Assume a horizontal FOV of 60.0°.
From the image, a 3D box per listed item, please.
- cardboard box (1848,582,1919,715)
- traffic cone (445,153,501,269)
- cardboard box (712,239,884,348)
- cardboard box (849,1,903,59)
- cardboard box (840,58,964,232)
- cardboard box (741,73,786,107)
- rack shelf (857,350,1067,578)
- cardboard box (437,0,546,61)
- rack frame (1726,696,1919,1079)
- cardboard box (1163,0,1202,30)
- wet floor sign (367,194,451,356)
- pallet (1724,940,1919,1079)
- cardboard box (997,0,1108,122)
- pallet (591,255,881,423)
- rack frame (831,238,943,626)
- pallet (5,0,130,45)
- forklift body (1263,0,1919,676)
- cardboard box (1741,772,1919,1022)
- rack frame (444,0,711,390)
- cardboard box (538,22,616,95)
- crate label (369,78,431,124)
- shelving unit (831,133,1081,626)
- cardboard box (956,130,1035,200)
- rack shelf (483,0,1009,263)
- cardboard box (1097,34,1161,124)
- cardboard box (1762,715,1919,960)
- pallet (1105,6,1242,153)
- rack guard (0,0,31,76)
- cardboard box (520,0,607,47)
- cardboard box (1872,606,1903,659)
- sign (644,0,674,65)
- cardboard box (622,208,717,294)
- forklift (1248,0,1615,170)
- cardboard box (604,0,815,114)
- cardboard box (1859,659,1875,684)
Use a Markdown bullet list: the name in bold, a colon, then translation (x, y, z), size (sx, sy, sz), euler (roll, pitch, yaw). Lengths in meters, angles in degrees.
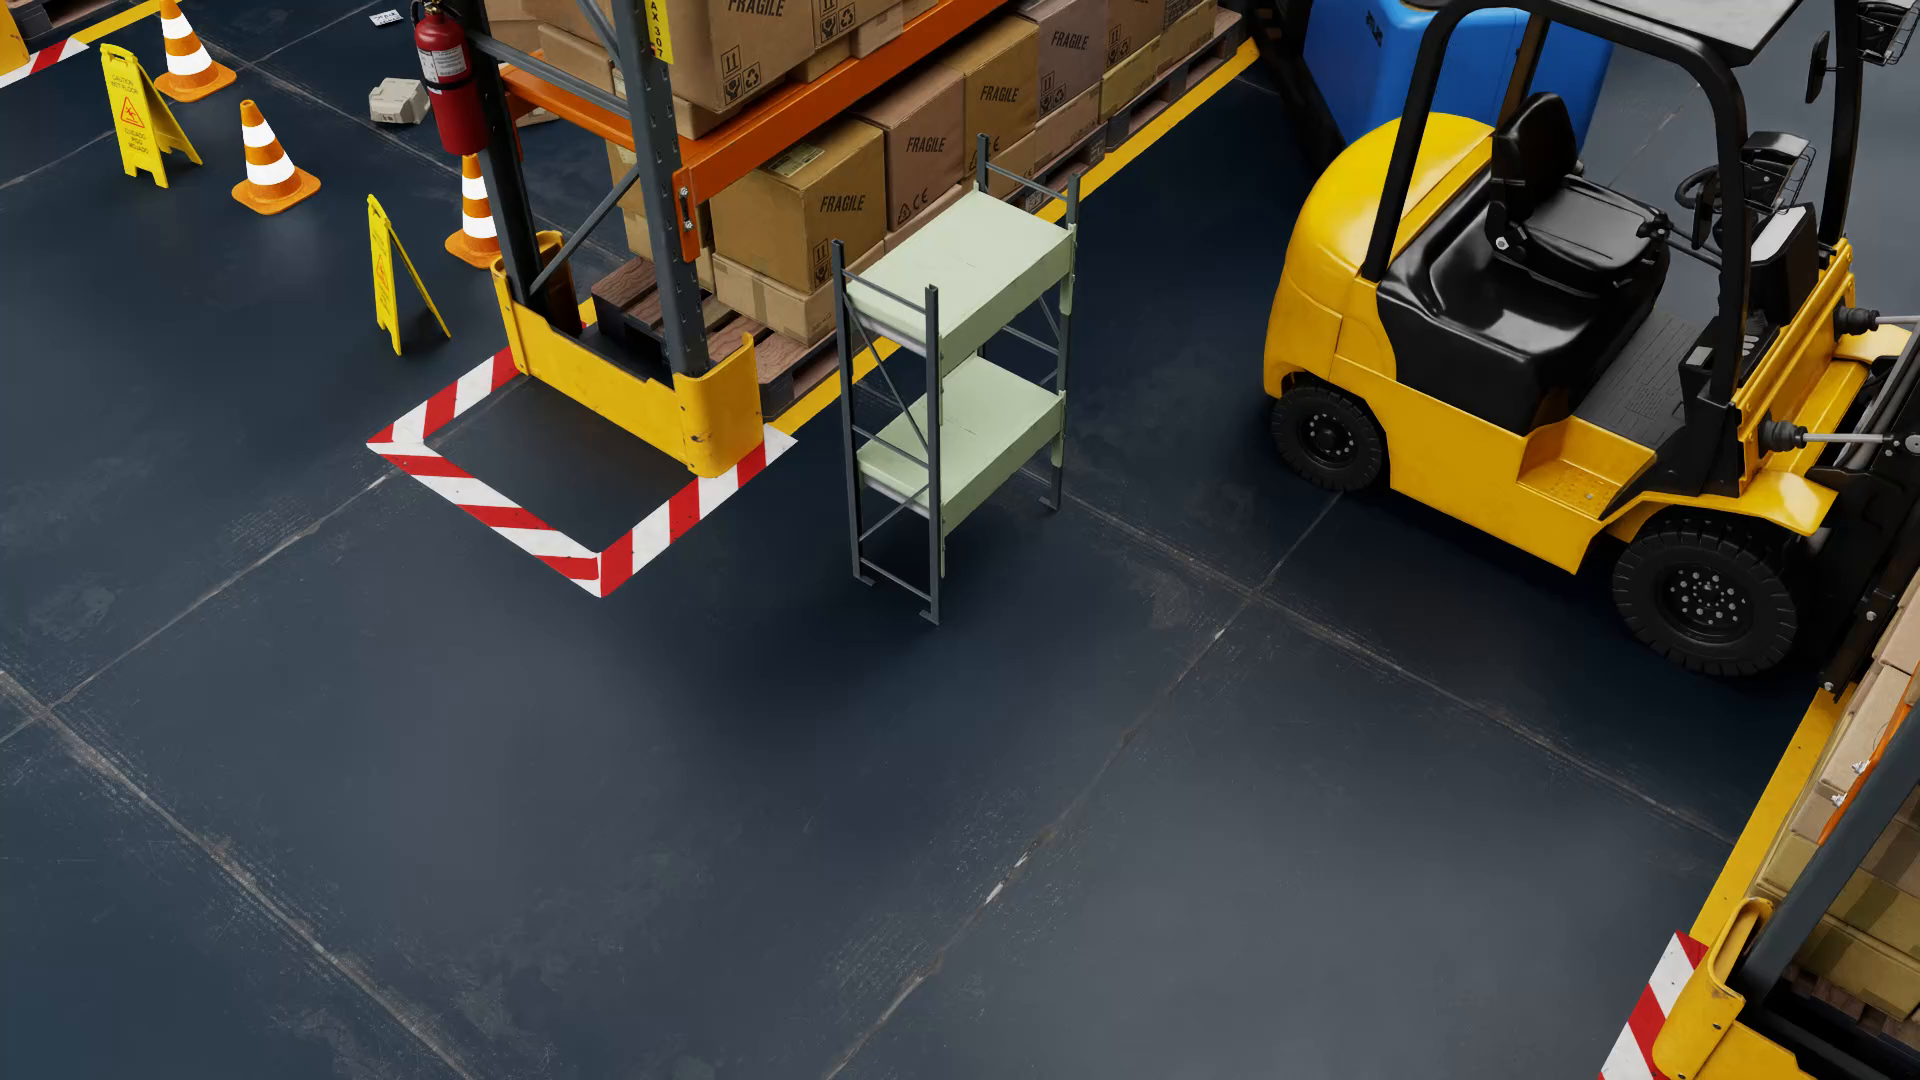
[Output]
- **cardboard box**: translation (2.903, 0.385, 4.727), size (0.500, 0.250, 0.500), euler (30, 53, 26)
- **traffic cone**: translation (-2.127, -1.510, 7.373), size (0.336, 0.463, 0.334), euler (29, 53, 25)
- **cardboard box**: translation (-0.657, -1.105, 6.842), size (0.500, 0.250, 0.500), euler (29, 53, 25)
- **cardboard box**: translation (-0.436, -1.978, 6.239), size (0.380, 0.149, 0.250), euler (30, 53, 26)
- **cardboard box**: translation (-0.327, -1.679, 6.872), size (0.500, 0.500, 0.500), euler (27, 52, 24)
- **cardboard box**: translation (-0.854, -1.737, 6.009), size (0.380, 0.149, 0.250), euler (30, 53, 26)
- **rack shelf**: translation (-0.004, -0.289, 5.940), size (0.431, 0.370, 0.720), euler (29, 53, 25)
- **cardboard box**: translation (-2.298, -2.832, 8.608), size (0.797, 0.503, 0.637), euler (-2, 46, -2)
- **rack frame**: translation (2.561, 0.622, 3.582), size (1.000, 3.000, 0.127), euler (29, 53, 25)
- **cardboard box**: translation (0.927, -2.856, 7.997), size (0.500, 0.500, 0.500), euler (28, 53, 25)
- **wet floor sign**: translation (-2.332, -1.121, 6.875), size (0.232, 0.644, 0.267), euler (-25, 51, -22)
- **pallet**: translation (2.996, 1.129, 5.025), size (1.003, 0.211, 1.213), euler (29, 53, 25)
- **cardboard box**: translation (0.307, -2.272, 7.439), size (0.500, 0.500, 0.500), euler (32, 54, 27)
- **pallet**: translation (-0.798, -1.100, 7.155), size (1.003, 0.211, 1.213), euler (29, 53, 25)
- **rack frame**: translation (-0.228, -0.305, 5.504), size (0.400, 1.500, 0.023), euler (29, 53, 25)
- **pallet**: translation (-4.921, -3.230, 9.189), size (1.003, 0.211, 1.213), euler (29, 53, 25)
- **forklift body**: translation (2.277, -0.977, 5.695), size (2.313, 2.155, 1.214), euler (29, 53, 25)
- **cardboard box**: translation (2.598, 1.018, 4.814), size (0.500, 0.250, 0.500), euler (30, 53, 25)
- **rack frame**: translation (-1.369, -1.570, 5.676), size (1.000, 3.000, 0.127), euler (29, 53, 25)
- **cardboard box**: translation (-1.310, -1.792, 6.061), size (0.380, 0.149, 0.250), euler (31, 54, 26)
- **crate label**: translation (-2.782, -2.171, 8.230), size (0.250, 0.136, 0.298), euler (6, 47, 5)
- **shelving unit**: translation (-0.004, -0.514, 5.704), size (0.431, 1.500, 0.755), euler (29, 53, 25)
- **cardboard box**: translation (-0.015, -1.712, 7.422), size (0.500, 0.250, 0.500), euler (33, 54, 27)
- **rack shelf**: translation (-0.146, -2.466, 7.029), size (1.077, 0.370, 4.000), euler (29, 53, 25)
- **cardboard box**: translation (0.610, -2.288, 7.973), size (0.500, 0.250, 0.500), euler (28, 52, 24)
- **cardboard box**: translation (2.611, 0.837, 4.641), size (0.500, 0.250, 0.500), euler (29, 53, 25)
- **pallet**: translation (0.694, -2.496, 8.488), size (1.003, 0.211, 1.213), euler (29, 53, 25)
- **rack guard**: translation (-5.363, -2.824, 8.602), size (1.175, 0.500, 0.348), euler (29, 53, 25)
- **cardboard box**: translation (-1.255, -2.140, 5.945), size (0.500, 0.500, 0.500), euler (28, 53, 24)
- **cardboard box**: translation (3.226, 0.250, 5.202), size (0.500, 0.250, 0.500), euler (28, 52, 24)
- **sign**: translation (-0.940, -1.630, 5.134), size (0.100, 0.325, 0.005), euler (29, 53, 25)
- **cardboard box**: translation (-1.073, -1.361, 7.087), size (0.500, 0.250, 0.500), euler (29, 53, 25)
- **forklift**: translation (2.113, -3.510, 7.576), size (1.130, 2.935, 3.031), euler (-5, 47, -5)
- **cardboard box**: translation (-0.860, -1.856, 5.674), size (0.500, 0.500, 0.500), euler (28, 53, 24)
- **cardboard box**: translation (3.223, 0.455, 5.352), size (0.500, 0.250, 0.500), euler (30, 53, 25)
